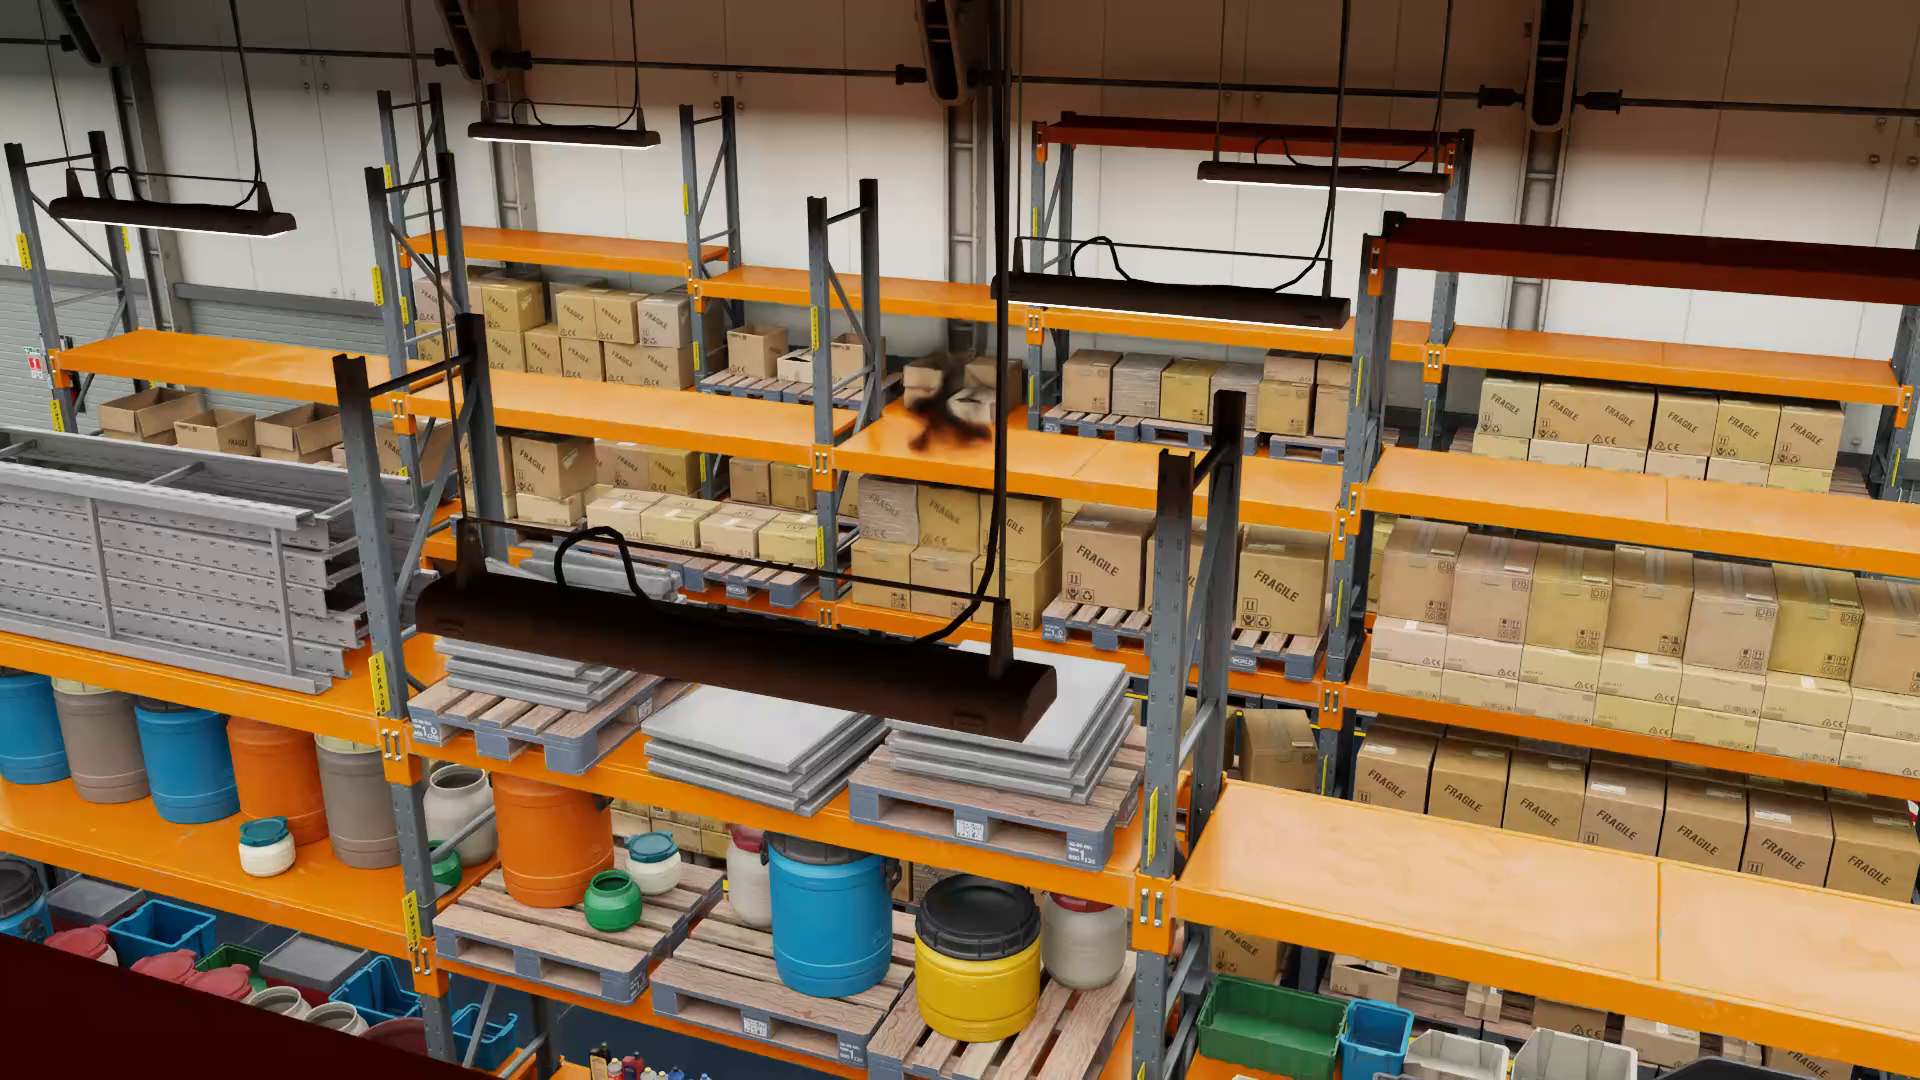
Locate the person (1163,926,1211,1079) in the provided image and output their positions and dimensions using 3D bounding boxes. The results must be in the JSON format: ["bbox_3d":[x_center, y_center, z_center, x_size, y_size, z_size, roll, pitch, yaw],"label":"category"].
[{"bbox_3d":[1.506,3.348,11.153,0.954,1.737,0.658,4,21,11],"label":"person"}]
